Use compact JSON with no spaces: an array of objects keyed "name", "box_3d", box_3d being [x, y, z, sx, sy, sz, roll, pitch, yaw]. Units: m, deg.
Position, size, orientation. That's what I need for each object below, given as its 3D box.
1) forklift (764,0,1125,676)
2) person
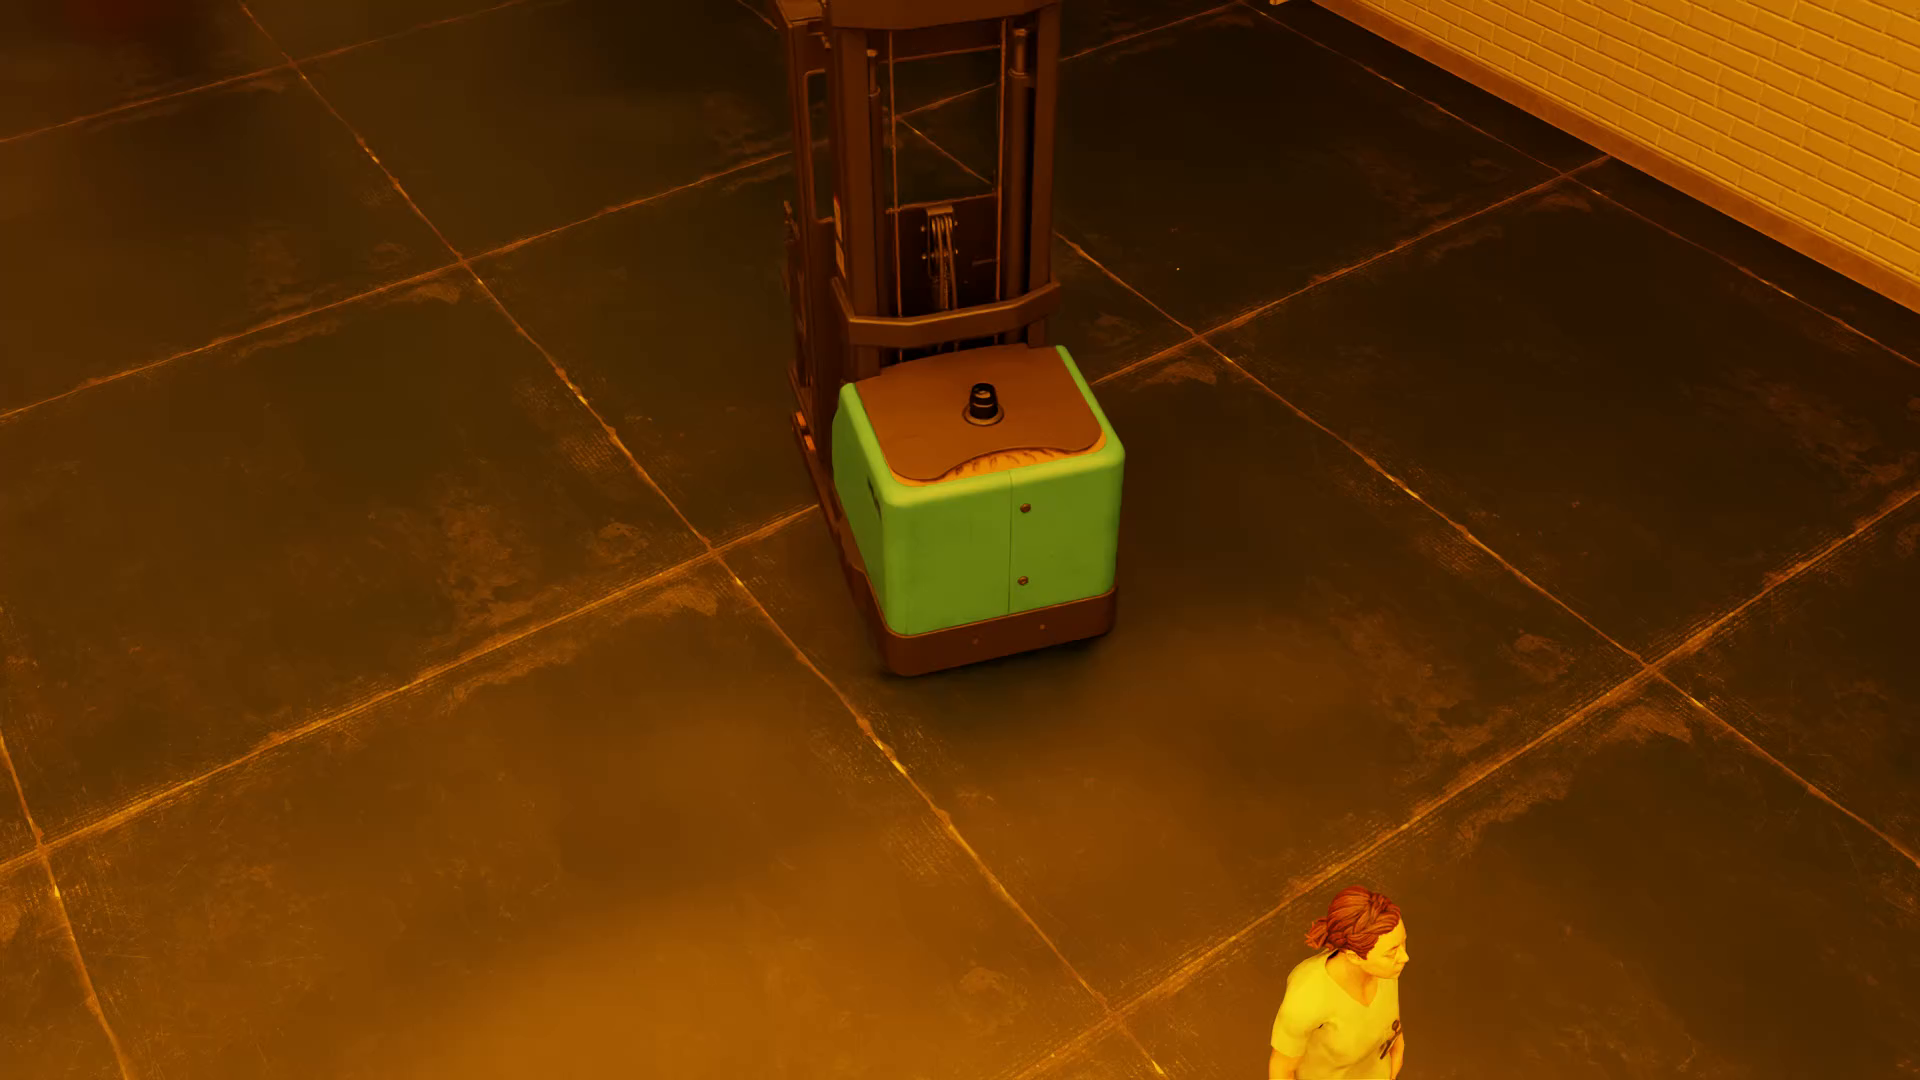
[{"name":"forklift","box_3d":[-0.226,-1.507,7.350,1.130,2.935,3.031,-12,44,-12]},{"name":"person","box_3d":[1.126,1.650,4.841,0.549,1.675,0.549,-30,50,-28]}]
